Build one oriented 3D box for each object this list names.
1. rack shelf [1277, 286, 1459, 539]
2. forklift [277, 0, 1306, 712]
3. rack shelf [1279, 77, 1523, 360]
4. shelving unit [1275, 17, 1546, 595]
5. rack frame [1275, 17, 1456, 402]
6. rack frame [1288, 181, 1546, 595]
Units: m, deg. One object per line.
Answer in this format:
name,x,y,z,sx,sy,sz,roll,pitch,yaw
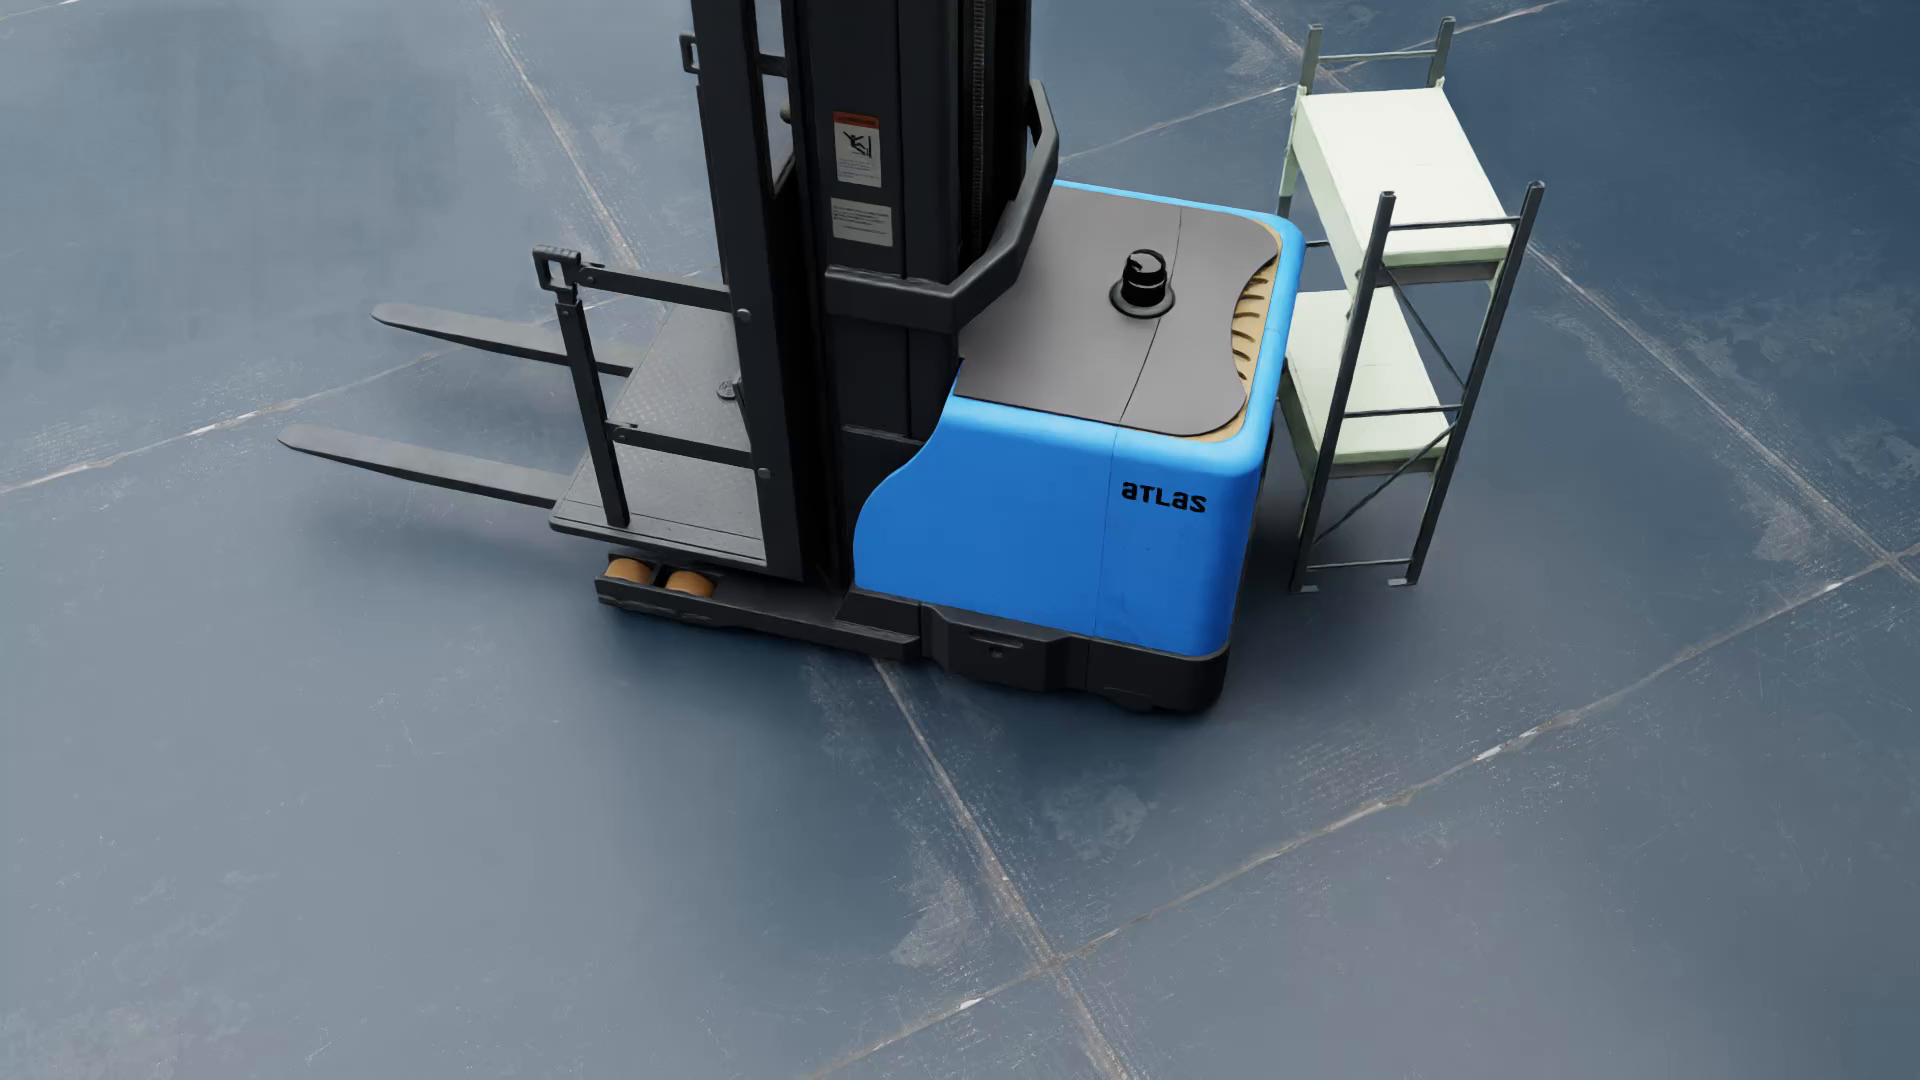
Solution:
rack shelf,1.173,-0.409,5.044,0.431,0.370,0.720,-4,49,-4
forklift,-0.603,-1.086,4.252,3.031,2.935,1.130,11,50,10
rack shelf,1.173,-0.881,4.505,0.431,0.370,0.720,-4,49,-4
shelving unit,1.173,-0.624,4.799,0.431,1.500,0.755,-4,49,-4
rack frame,1.137,-0.898,5.039,0.400,1.500,0.023,-4,49,-4
rack frame,1.209,-0.350,4.559,0.400,1.500,0.023,-4,49,-4
